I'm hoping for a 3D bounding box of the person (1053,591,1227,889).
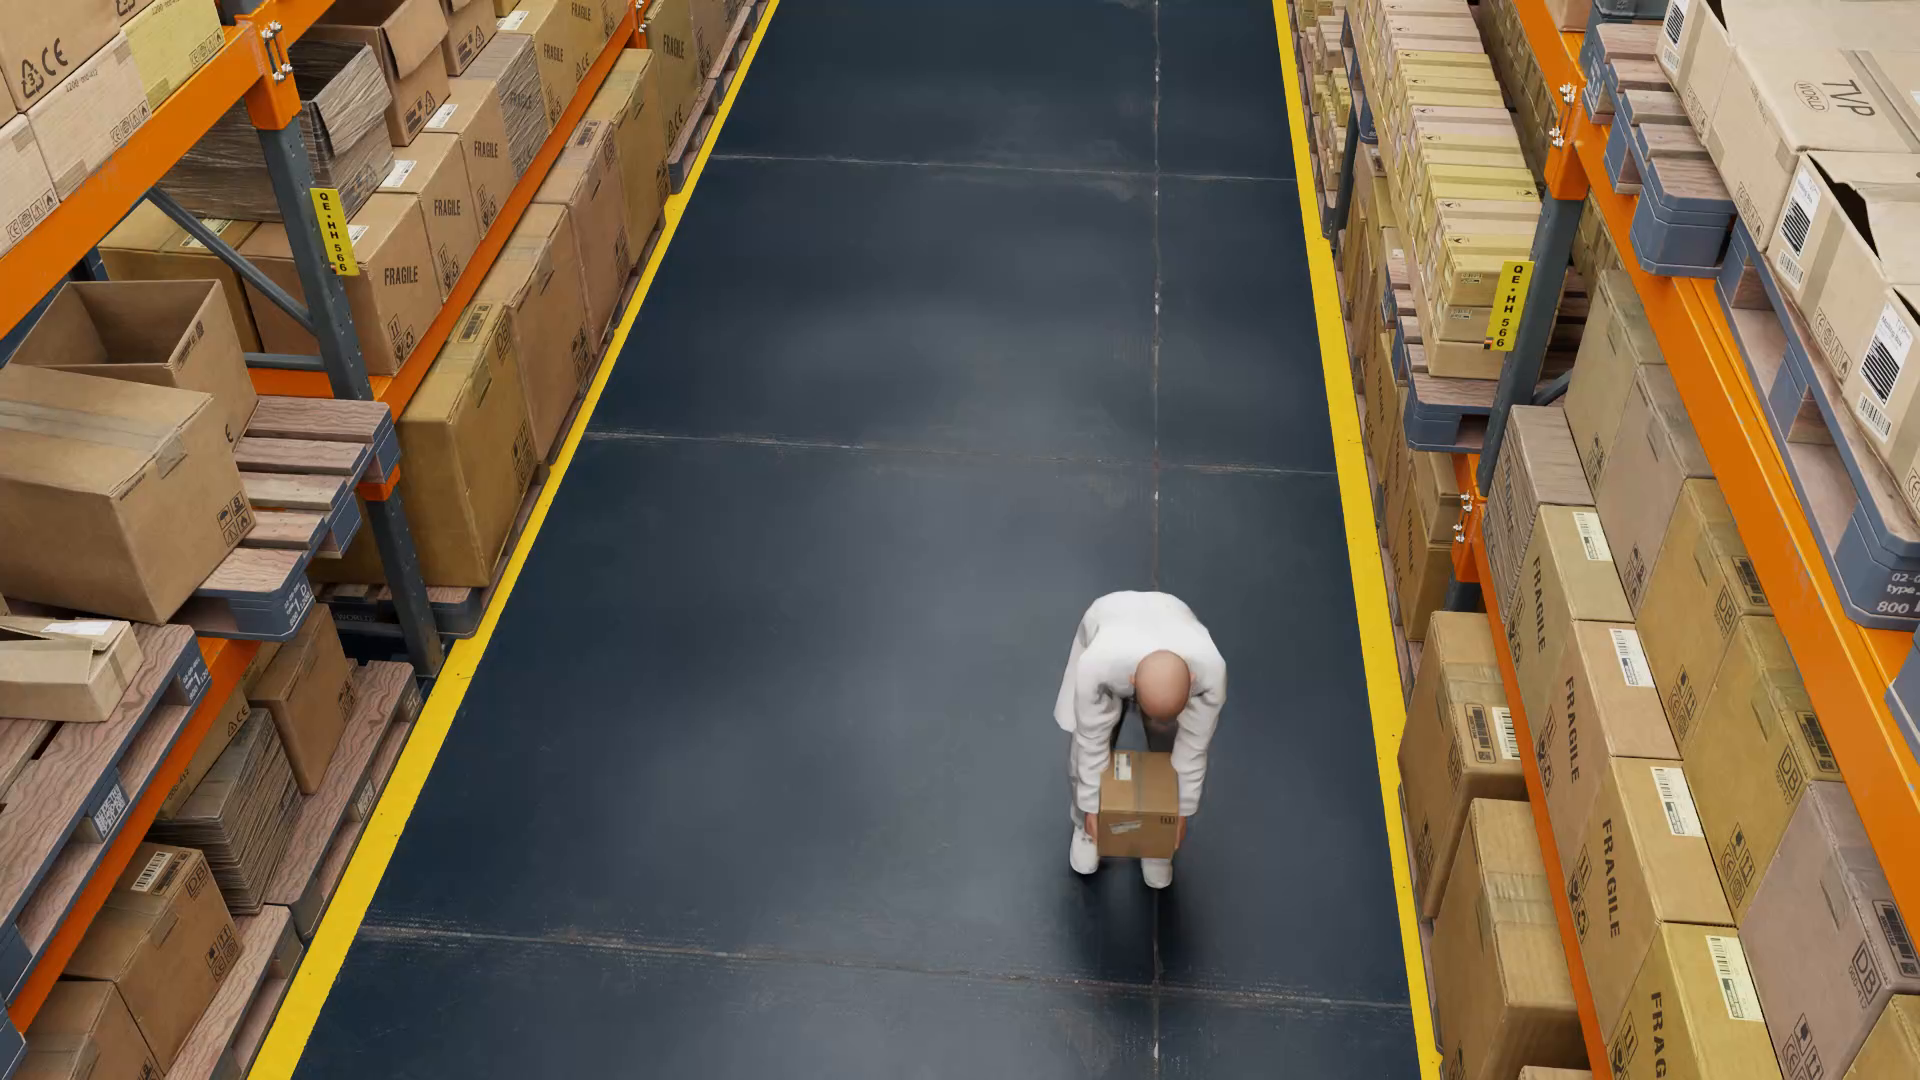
[{"bbox_3d":[0.593,0.692,5.612,0.552,1.421,0.858,1,40,2],"label":"person"}]
